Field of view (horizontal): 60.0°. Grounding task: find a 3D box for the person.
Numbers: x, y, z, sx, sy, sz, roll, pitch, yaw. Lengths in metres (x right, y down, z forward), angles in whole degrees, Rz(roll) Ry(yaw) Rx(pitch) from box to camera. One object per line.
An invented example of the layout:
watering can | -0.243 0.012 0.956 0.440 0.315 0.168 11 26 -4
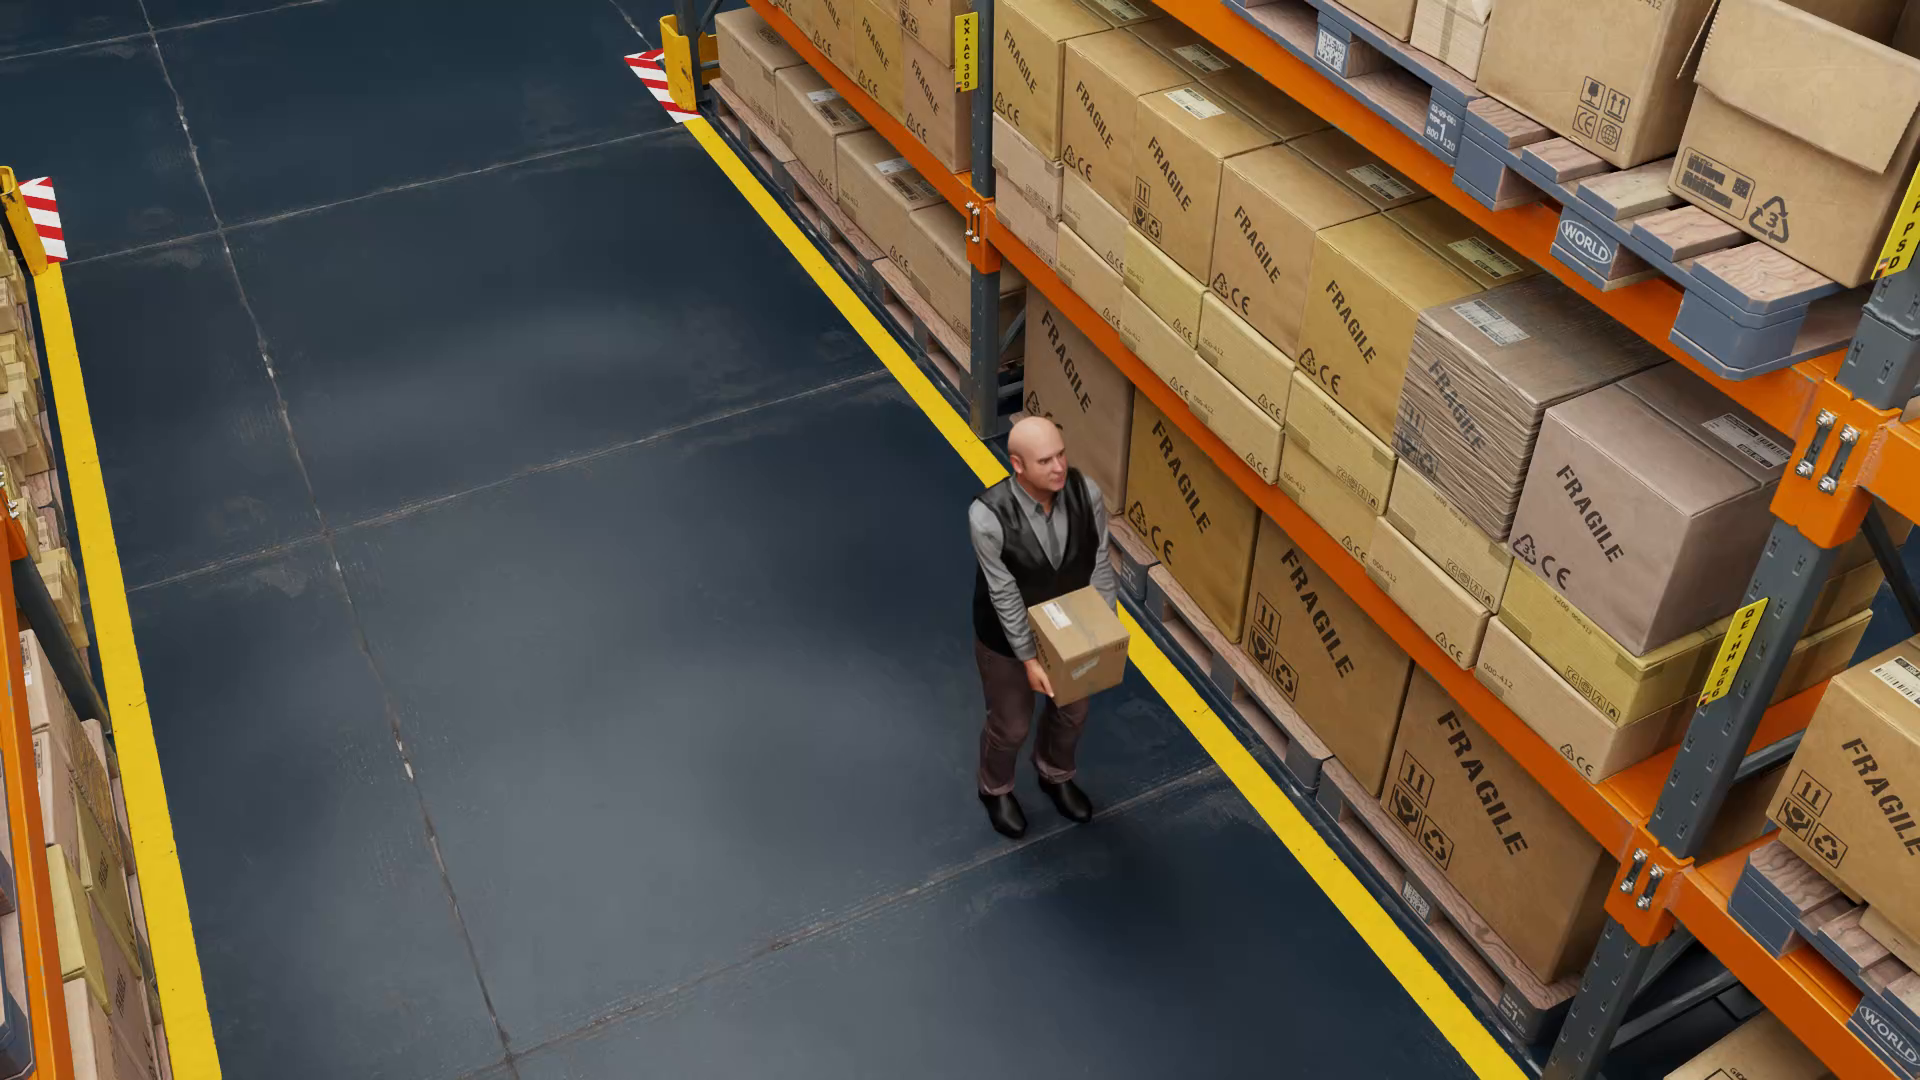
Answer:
person | 0.313 0.364 5.768 0.494 1.709 0.551 -19 44 -20
